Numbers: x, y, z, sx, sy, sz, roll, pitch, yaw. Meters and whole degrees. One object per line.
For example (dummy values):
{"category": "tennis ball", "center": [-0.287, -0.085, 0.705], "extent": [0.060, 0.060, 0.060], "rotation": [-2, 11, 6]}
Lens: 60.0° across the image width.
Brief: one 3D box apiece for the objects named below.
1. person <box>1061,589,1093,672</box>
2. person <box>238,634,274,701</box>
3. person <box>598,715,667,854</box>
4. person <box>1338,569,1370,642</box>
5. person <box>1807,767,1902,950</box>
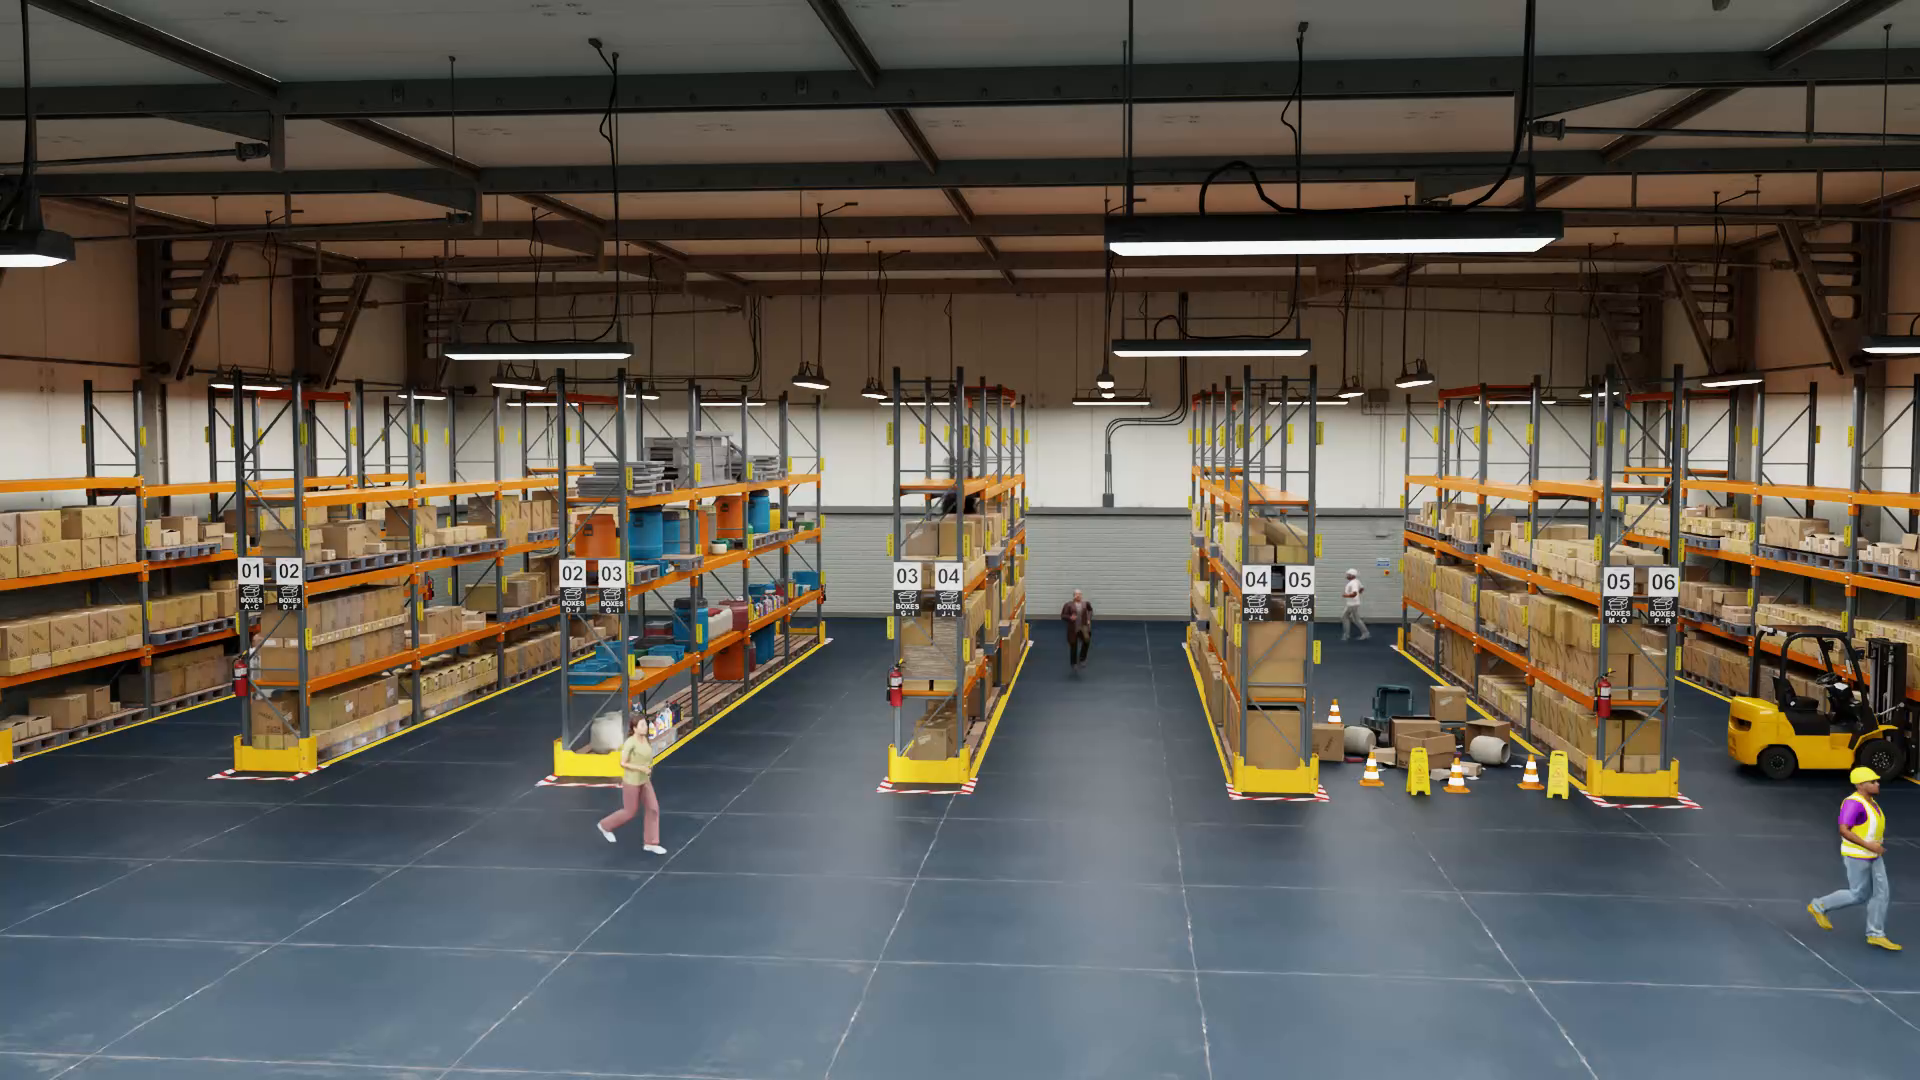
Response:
{"category": "person", "center": [2.452, 1.905, 34.766], "extent": [0.698, 1.771, 0.981], "rotation": [0, 4, -2]}
{"category": "person", "center": [-11.510, 2.423, 27.324], "extent": [0.711, 1.741, 0.915], "rotation": [0, 4, -4]}
{"category": "person", "center": [-3.945, 2.925, 20.038], "extent": [0.926, 1.656, 0.562], "rotation": [2, 4, 25]}
{"category": "person", "center": [9.596, 1.613, 40.392], "extent": [0.742, 1.829, 0.700], "rotation": [1, 4, 10]}
{"category": "person", "center": [8.860, 3.112, 16.421], "extent": [0.703, 1.757, 0.853], "rotation": [-3, 5, -41]}
